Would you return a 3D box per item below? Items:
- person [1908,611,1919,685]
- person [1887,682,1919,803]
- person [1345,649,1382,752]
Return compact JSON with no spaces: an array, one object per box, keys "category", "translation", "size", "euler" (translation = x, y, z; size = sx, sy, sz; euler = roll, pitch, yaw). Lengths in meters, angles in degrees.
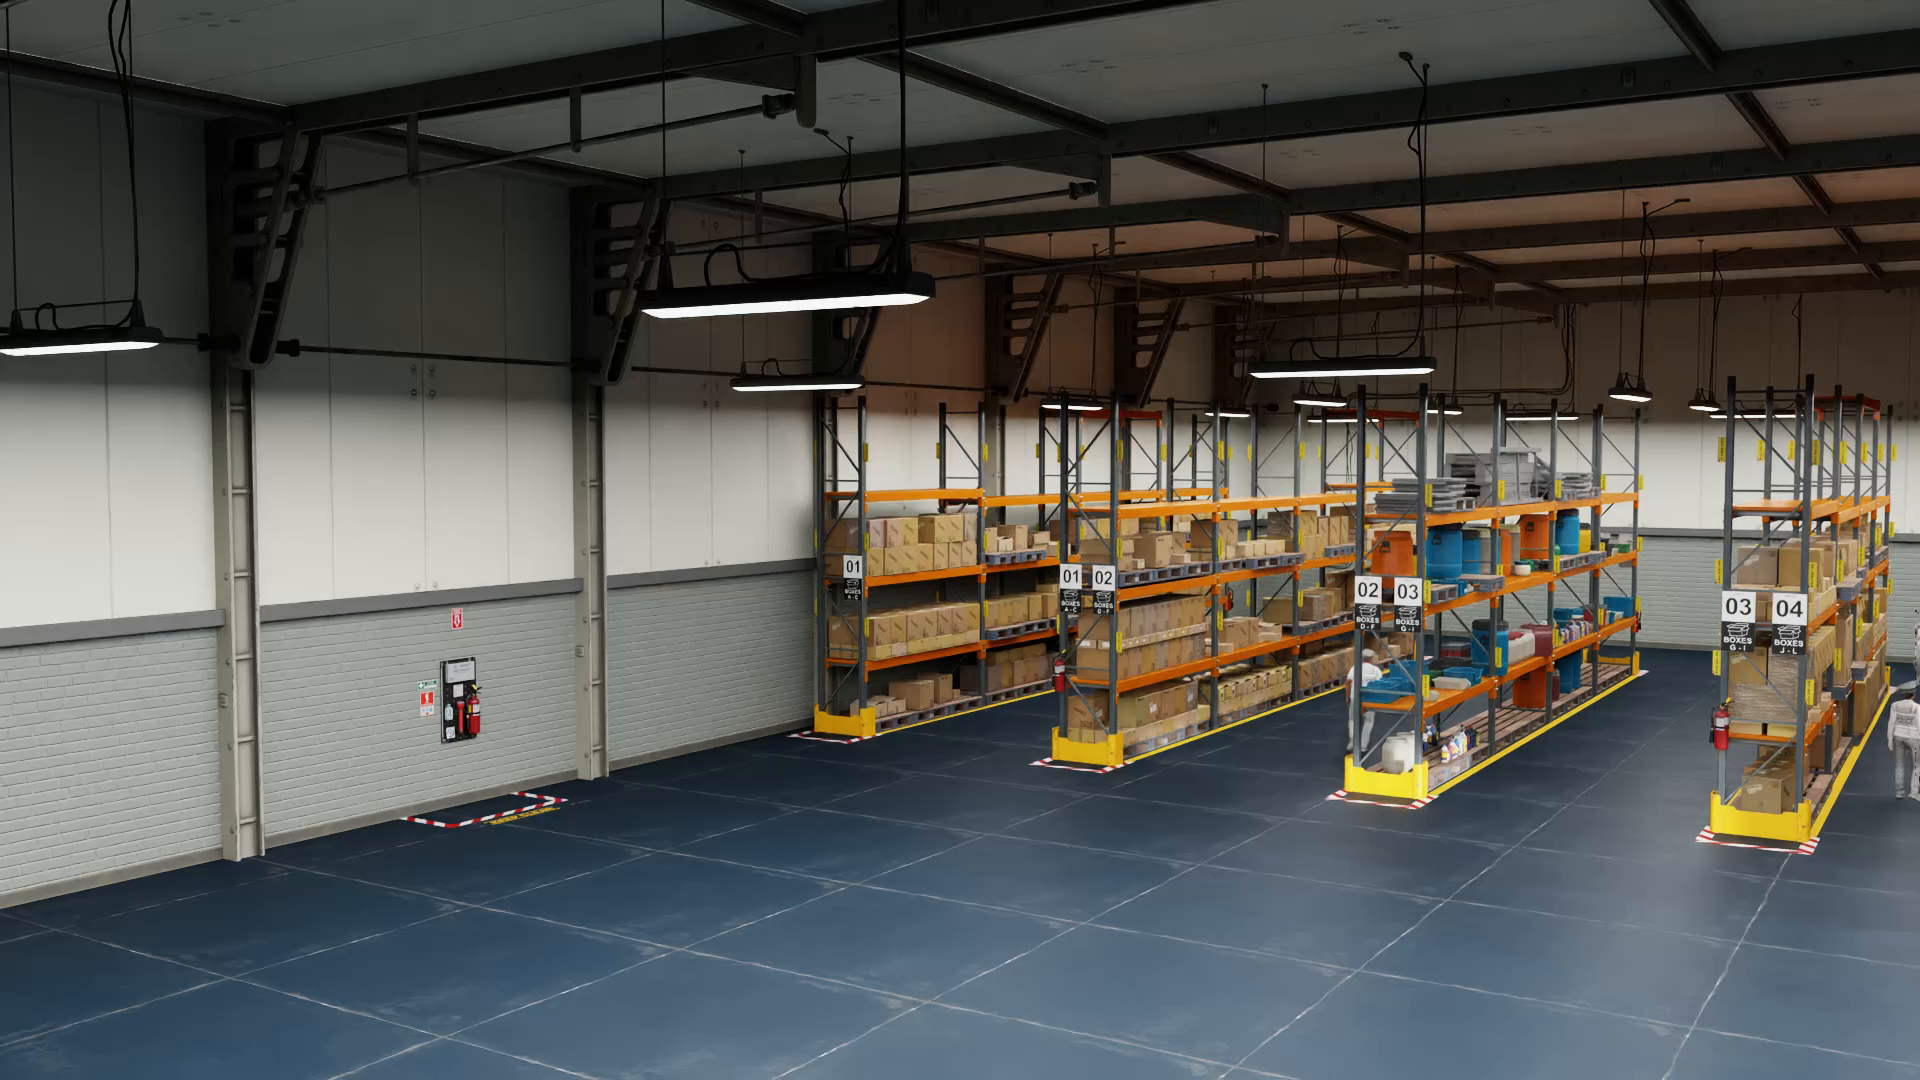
[{"category":"person","translation":[20.739,2.277,35.674],"size":[0.674,1.666,0.481],"euler":[2,3,28]},{"category":"person","translation":[13.677,2.914,23.965],"size":[0.450,1.703,0.599],"euler":[-2,4,-39]},{"category":"person","translation":[6.793,2.694,27.961],"size":[0.599,1.685,0.734],"euler":[1,3,21]}]
